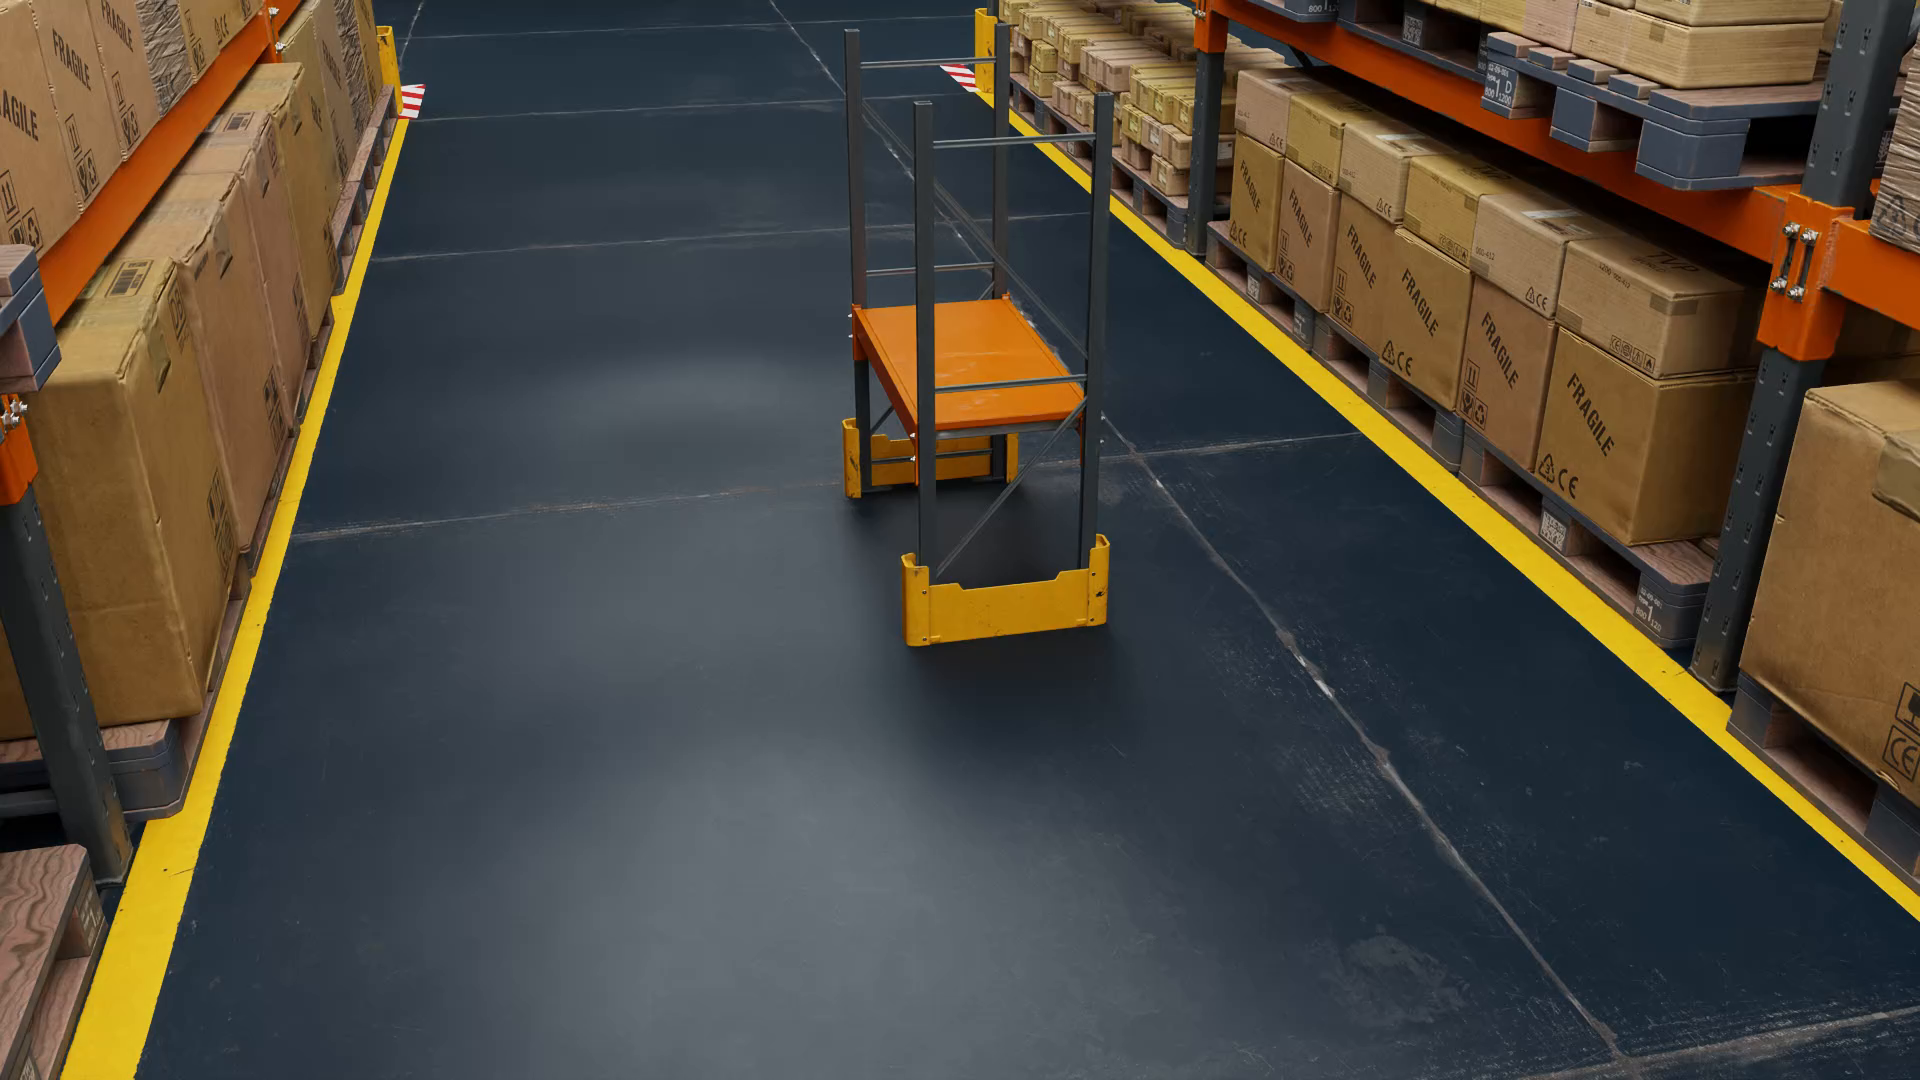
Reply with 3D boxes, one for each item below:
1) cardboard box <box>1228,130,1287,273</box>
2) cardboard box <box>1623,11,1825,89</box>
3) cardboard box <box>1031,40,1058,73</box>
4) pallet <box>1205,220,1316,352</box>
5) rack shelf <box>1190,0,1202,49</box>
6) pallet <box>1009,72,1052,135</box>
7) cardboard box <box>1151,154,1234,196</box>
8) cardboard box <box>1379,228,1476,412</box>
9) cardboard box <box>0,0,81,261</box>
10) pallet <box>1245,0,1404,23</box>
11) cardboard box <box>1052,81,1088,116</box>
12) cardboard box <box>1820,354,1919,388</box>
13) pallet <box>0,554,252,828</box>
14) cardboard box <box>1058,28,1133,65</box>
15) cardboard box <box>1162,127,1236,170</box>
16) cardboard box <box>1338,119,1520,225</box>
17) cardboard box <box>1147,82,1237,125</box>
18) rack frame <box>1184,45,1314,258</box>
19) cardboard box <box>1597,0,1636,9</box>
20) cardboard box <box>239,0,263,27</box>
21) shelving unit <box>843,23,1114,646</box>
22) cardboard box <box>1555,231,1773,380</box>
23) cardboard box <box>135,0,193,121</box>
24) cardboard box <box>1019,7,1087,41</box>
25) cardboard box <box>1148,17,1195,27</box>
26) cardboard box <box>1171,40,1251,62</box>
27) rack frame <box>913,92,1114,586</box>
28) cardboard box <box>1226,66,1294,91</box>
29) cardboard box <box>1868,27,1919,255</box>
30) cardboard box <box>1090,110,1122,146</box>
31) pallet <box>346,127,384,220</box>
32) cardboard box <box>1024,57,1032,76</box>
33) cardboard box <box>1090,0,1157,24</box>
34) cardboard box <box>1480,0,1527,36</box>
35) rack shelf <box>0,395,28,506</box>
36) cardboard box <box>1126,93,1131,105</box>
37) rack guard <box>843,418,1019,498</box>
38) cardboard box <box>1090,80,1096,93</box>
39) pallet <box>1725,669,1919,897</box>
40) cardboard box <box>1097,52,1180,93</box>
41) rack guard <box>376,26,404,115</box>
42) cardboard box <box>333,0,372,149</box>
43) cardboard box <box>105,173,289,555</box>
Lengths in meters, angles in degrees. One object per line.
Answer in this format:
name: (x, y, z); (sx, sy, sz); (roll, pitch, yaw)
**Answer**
cardboard box: (1.491, -1.477, 7.156); (0.500, 0.500, 0.500); (-5, 27, -10)
cardboard box: (1.925, -1.246, 4.203); (0.380, 0.149, 0.250); (-5, 27, -11)
cardboard box: (0.649, -2.956, 10.146); (0.380, 0.149, 0.250); (-5, 27, -10)
pallet: (1.760, -1.171, 7.335); (1.003, 0.211, 1.213); (-6, 27, -12)
rack shelf: (1.132, -3.314, 9.285); (1.077, 0.370, 4.000); (-6, 27, -12)
pallet: (0.847, -2.875, 10.711); (1.003, 0.211, 1.213); (-6, 27, -12)
cardboard box: (1.162, -1.809, 8.204); (0.380, 0.149, 0.250); (-6, 27, -11)
cardboard box: (1.833, -0.794, 5.802); (0.500, 0.500, 0.500); (-7, 28, -14)
cardboard box: (-2.215, -0.827, 3.449); (0.500, 0.500, 0.500); (-5, 27, -10)
pallet: (1.613, -2.321, 6.733); (1.003, 0.211, 1.213); (-6, 27, -12)
cardboard box: (0.761, -2.607, 9.783); (0.380, 0.149, 0.250); (-7, 28, -14)
cardboard box: (2.573, -0.409, 5.040); (0.500, 0.500, 0.500); (-7, 28, -14)
pallet: (-2.475, 0.349, 4.324); (1.003, 0.211, 1.213); (-6, 27, -12)
cardboard box: (0.784, -2.853, 9.611); (0.380, 0.149, 0.250); (-6, 27, -11)
cardboard box: (1.202, -1.911, 8.074); (0.380, 0.149, 0.250); (-5, 27, -11)
cardboard box: (1.725, -1.354, 6.080); (0.500, 0.250, 0.500); (-5, 27, -10)
cardboard box: (1.153, -2.175, 8.268); (0.380, 0.149, 0.250); (-6, 27, -11)
rack frame: (1.583, -2.757, 7.383); (1.000, 3.000, 0.127); (-6, 27, -12)
cardboard box: (1.867, -1.497, 4.369); (0.380, 0.149, 0.250); (-5, 27, -10)
cardboard box: (-2.901, -2.165, 6.099); (0.500, 0.500, 0.500); (-6, 27, -11)
shelving unit: (0.017, -0.636, 4.846); (0.587, 1.500, 1.083); (-6, 27, -12)
cardboard box: (2.075, -0.681, 4.746); (0.500, 0.250, 0.500); (-7, 28, -13)
cardboard box: (-2.563, -1.498, 4.778); (0.500, 0.500, 0.500); (-6, 27, -11)
cardboard box: (0.580, -3.196, 10.292); (0.380, 0.149, 0.250); (-6, 27, -12)
cardboard box: (1.342, -3.037, 9.976); (0.380, 0.149, 0.250); (-5, 27, -10)
cardboard box: (1.397, -2.686, 9.280); (0.380, 0.149, 0.250); (-7, 28, -14)
rack frame: (0.134, -0.409, 4.396); (0.500, 1.500, 0.032); (-6, 27, -12)
cardboard box: (1.598, -2.343, 8.600); (0.380, 0.149, 0.250); (-6, 27, -12)
cardboard box: (2.322, -0.821, 3.437); (0.500, 0.500, 0.500); (-6, 27, -11)
cardboard box: (0.929, -2.264, 9.104); (0.380, 0.149, 0.250); (-6, 27, -12)
pallet: (-3.646, -1.931, 8.842); (1.003, 0.211, 1.213); (-6, 27, -12)
cardboard box: (0.626, -3.059, 10.679); (0.380, 0.149, 0.250); (-6, 27, -12)
cardboard box: (1.048, -3.371, 10.637); (0.380, 0.149, 0.250); (-5, 27, -11)
cardboard box: (1.760, -1.578, 4.860); (0.380, 0.149, 0.250); (-6, 27, -12)
rack shelf: (-1.920, 0.657, 1.417); (1.077, 0.370, 4.000); (-6, 27, -12)
cardboard box: (1.090, -2.264, 8.774); (0.380, 0.149, 0.250); (-6, 27, -11)
rack guard: (-0.095, -0.297, 5.561); (0.587, 0.250, 0.087); (-6, 27, -12)
cardboard box: (0.954, -2.615, 9.470); (0.380, 0.149, 0.250); (-5, 27, -9)
pallet: (2.588, 0.598, 3.832); (1.003, 0.211, 1.213); (-6, 27, -12)
cardboard box: (0.956, -2.515, 8.942); (0.380, 0.149, 0.250); (-7, 28, -14)
rack guard: (-4.179, -2.948, 10.537); (1.175, 0.500, 0.348); (-6, 27, -12)
cardboard box: (-3.747, -2.620, 9.005); (0.875, 0.875, 0.875); (-6, 27, -12)
cardboard box: (-2.700, -0.478, 4.760); (1.225, 0.875, 0.875); (-6, 27, -11)
